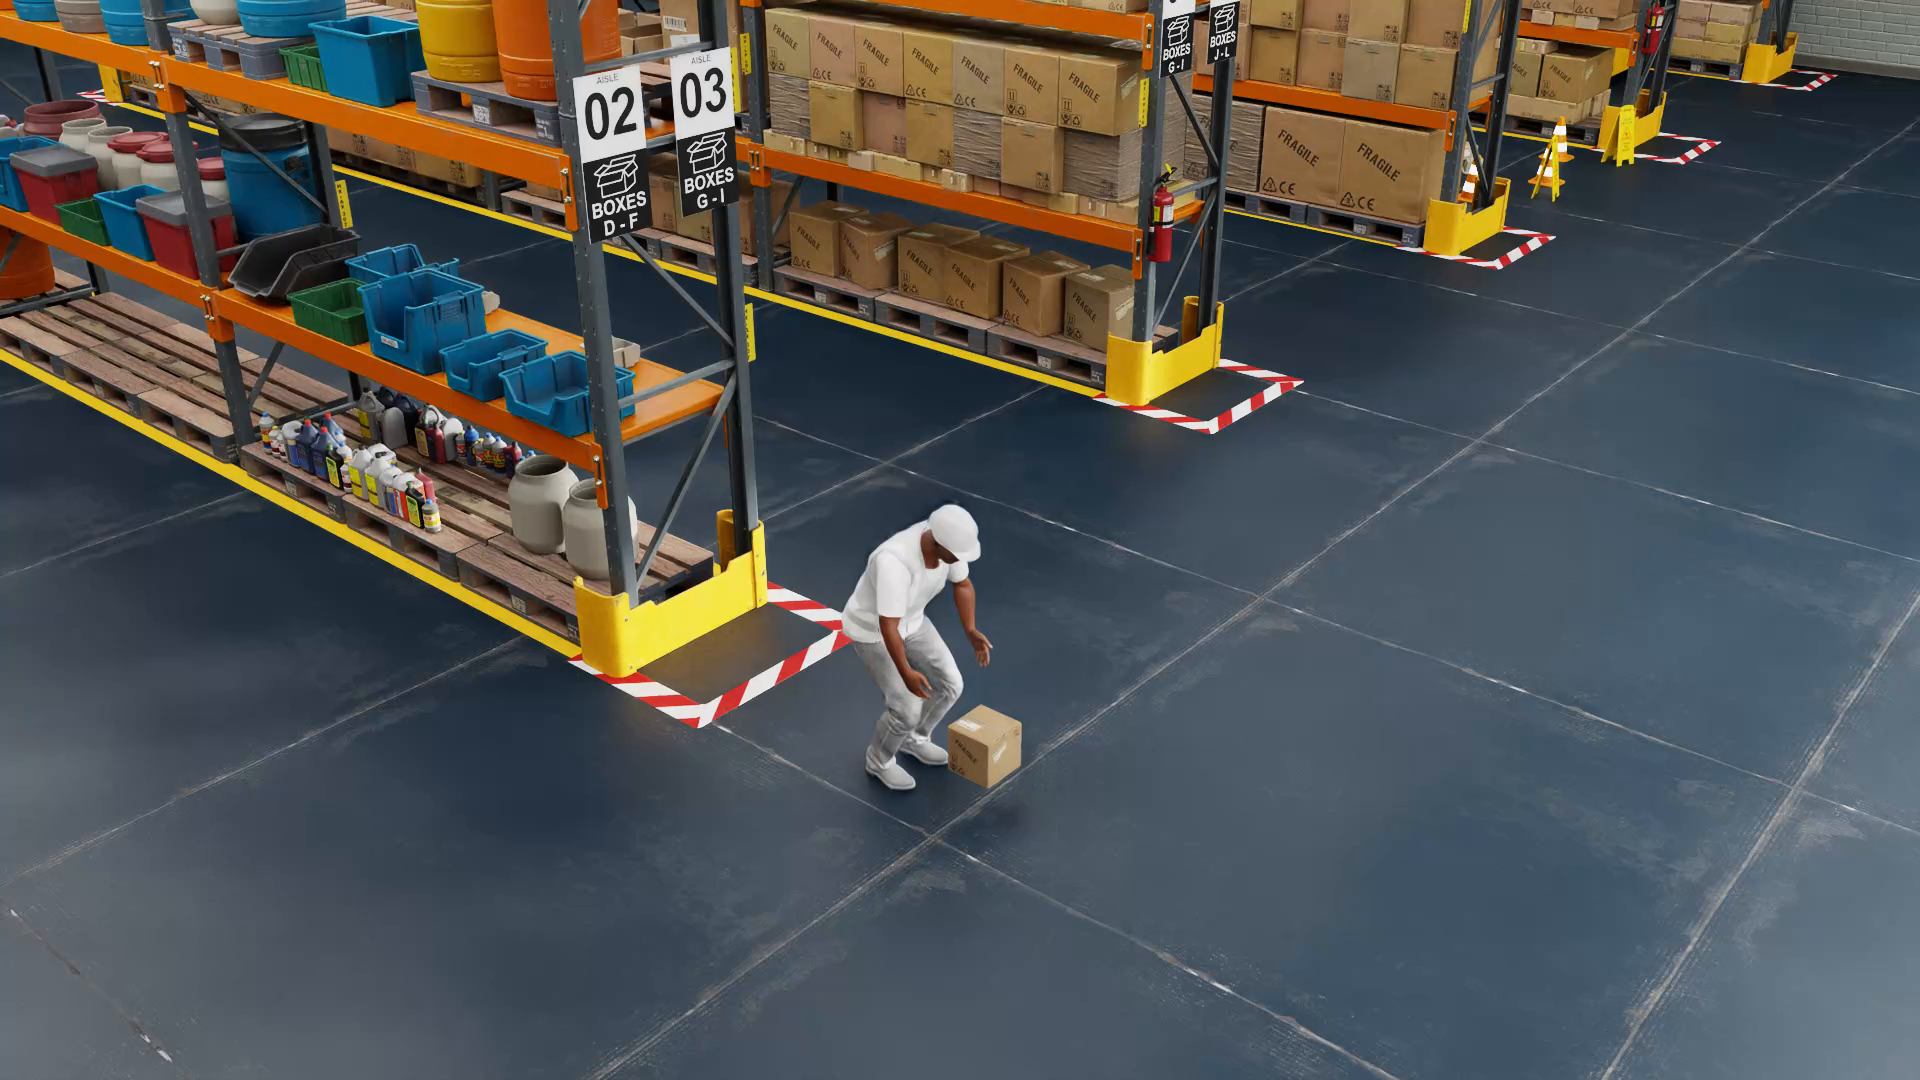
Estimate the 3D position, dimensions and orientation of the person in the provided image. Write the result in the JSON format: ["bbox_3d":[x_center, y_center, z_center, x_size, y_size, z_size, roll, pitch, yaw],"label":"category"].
[{"bbox_3d":[-0.200,0.458,7.973,0.682,1.517,0.627,21,34,35],"label":"person"}]
